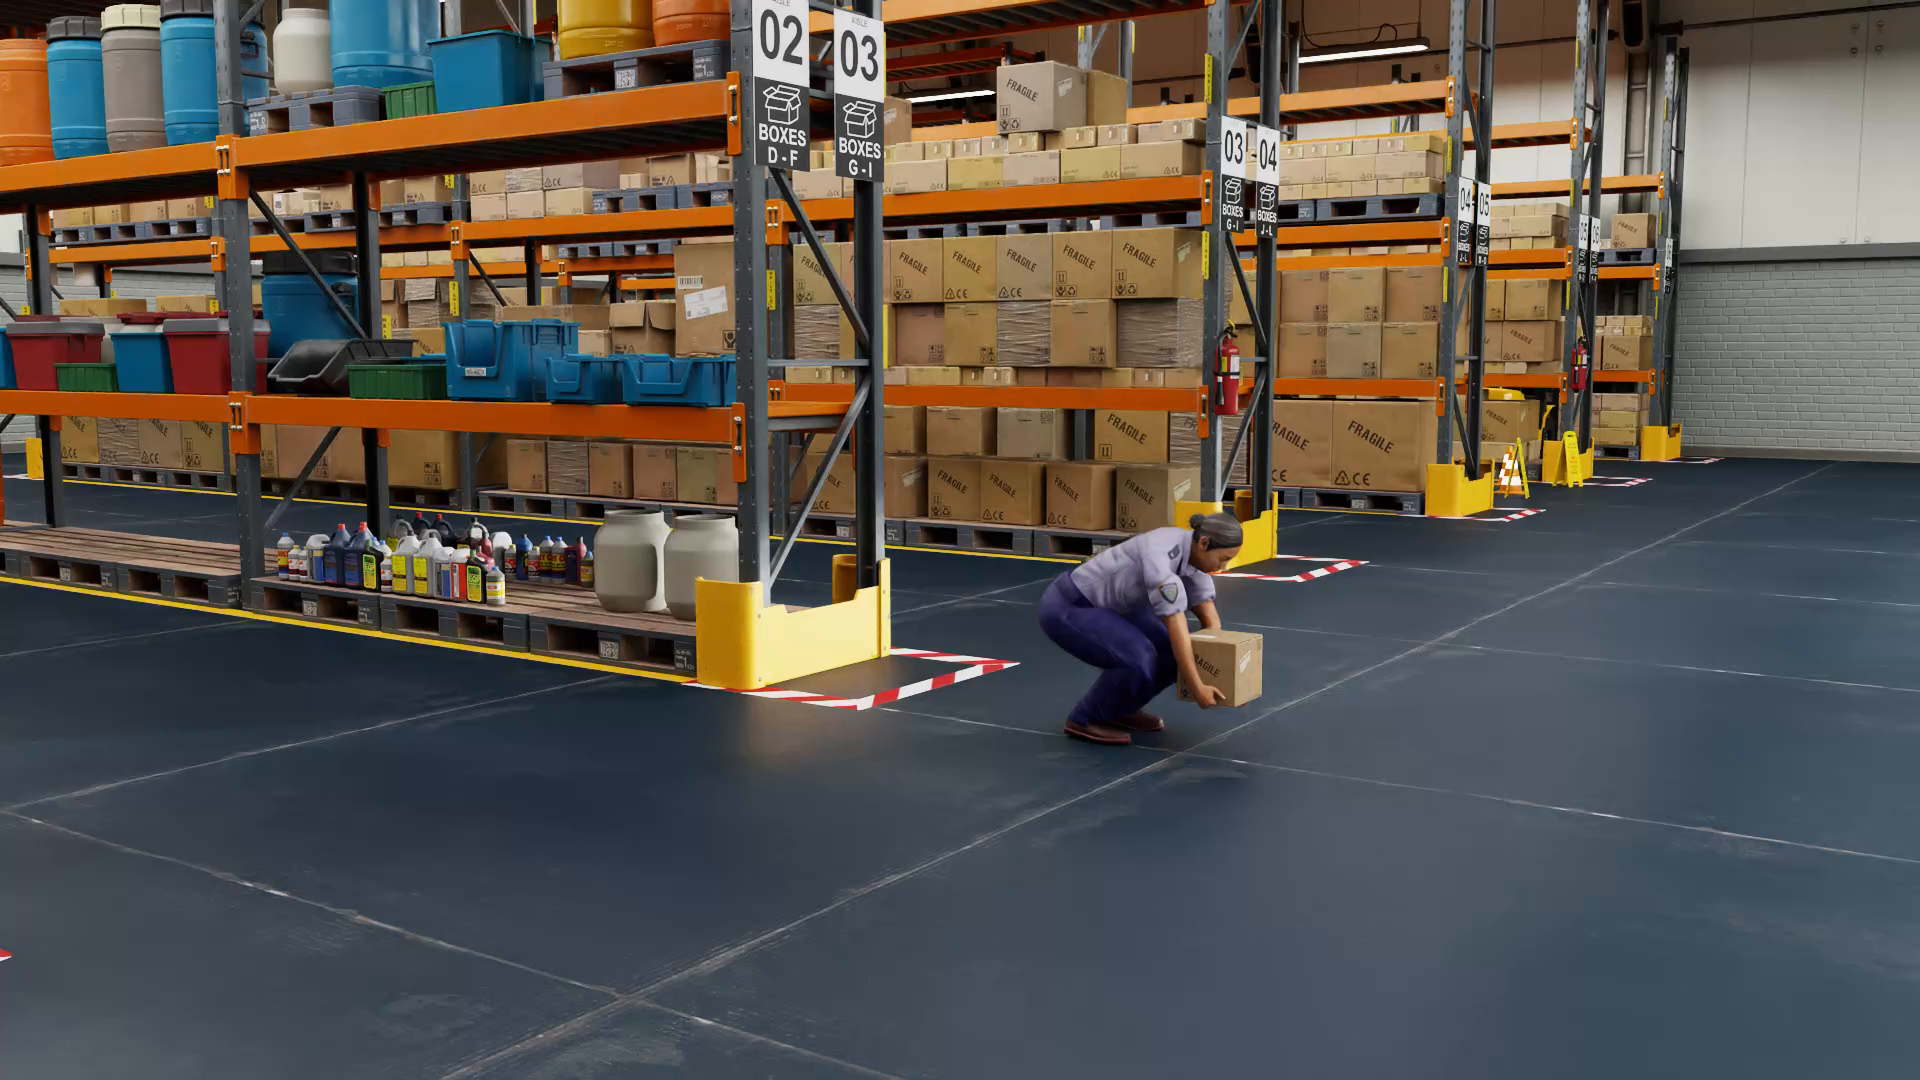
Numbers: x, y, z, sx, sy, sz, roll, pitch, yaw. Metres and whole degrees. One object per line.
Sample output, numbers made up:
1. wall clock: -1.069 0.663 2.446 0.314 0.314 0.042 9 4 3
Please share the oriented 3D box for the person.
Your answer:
1. person: 0.746 0.345 6.728 0.853 0.940 0.510 4 8 32
